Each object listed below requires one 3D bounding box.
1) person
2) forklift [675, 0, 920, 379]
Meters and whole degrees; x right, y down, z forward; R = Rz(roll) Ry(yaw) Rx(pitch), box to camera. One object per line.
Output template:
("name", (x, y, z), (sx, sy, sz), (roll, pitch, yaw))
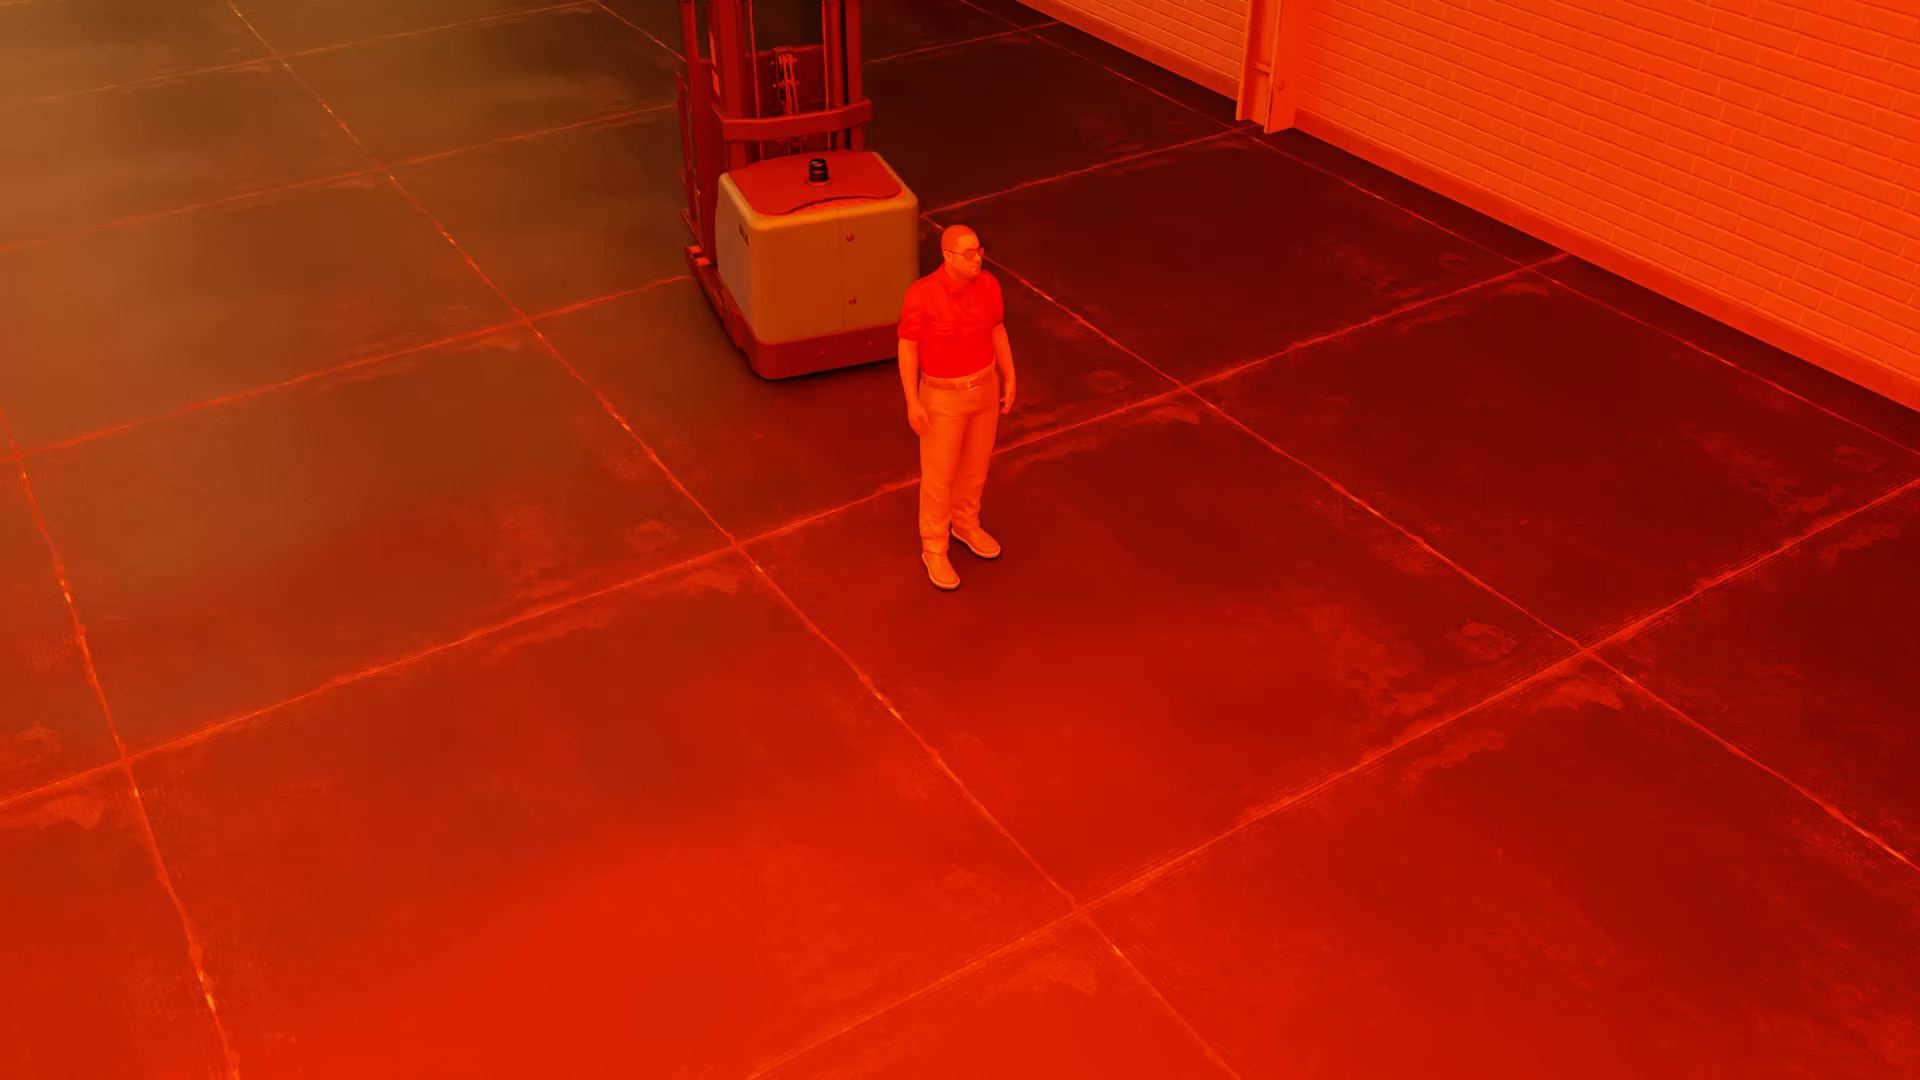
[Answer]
("person", (0.039, -0.667, 8.129), (0.641, 1.728, 0.550), (-21, 40, -27))
("forklift", (-1.224, -3.003, 10.421), (1.130, 2.935, 3.031), (-12, 37, -17))
